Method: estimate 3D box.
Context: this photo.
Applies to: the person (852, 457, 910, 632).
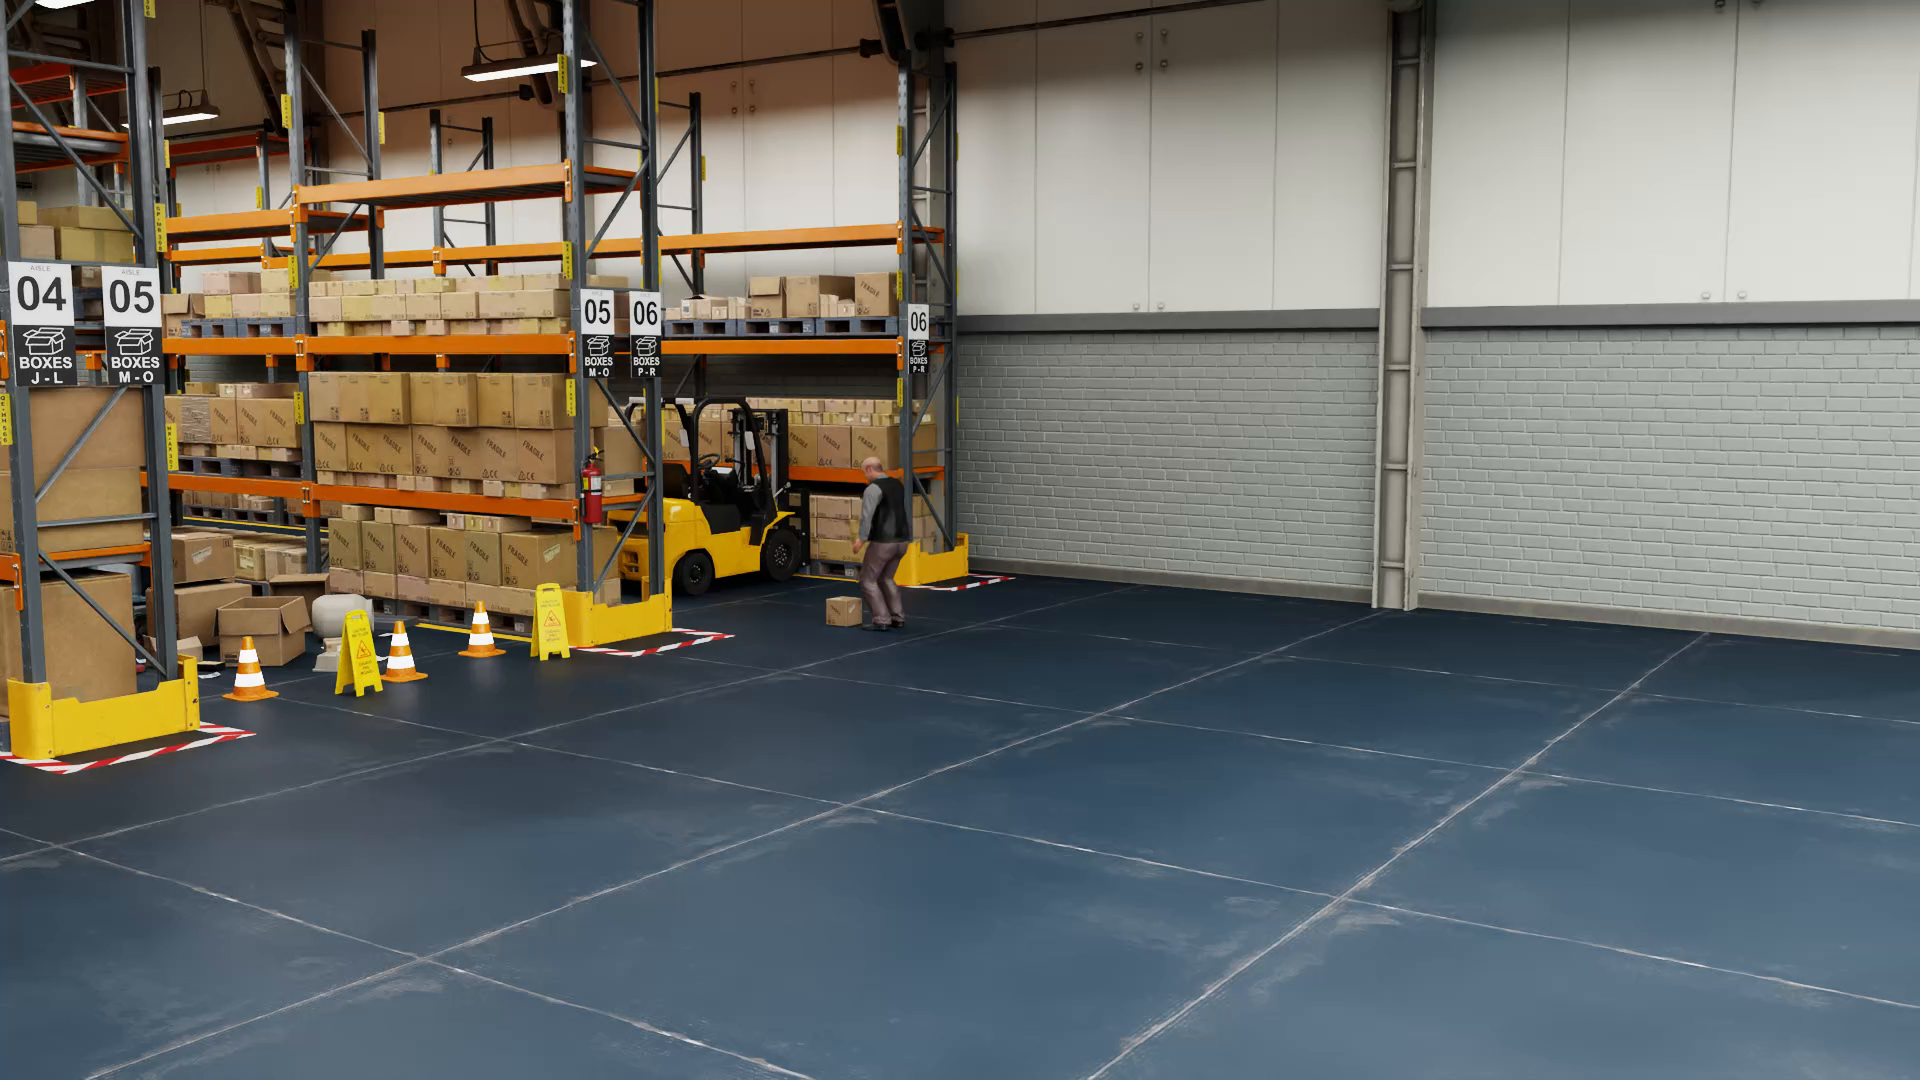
[{"bbox_3d":[-0.741,0.036,15.890,0.447,1.658,0.563,4,8,35],"label":"person"}]
